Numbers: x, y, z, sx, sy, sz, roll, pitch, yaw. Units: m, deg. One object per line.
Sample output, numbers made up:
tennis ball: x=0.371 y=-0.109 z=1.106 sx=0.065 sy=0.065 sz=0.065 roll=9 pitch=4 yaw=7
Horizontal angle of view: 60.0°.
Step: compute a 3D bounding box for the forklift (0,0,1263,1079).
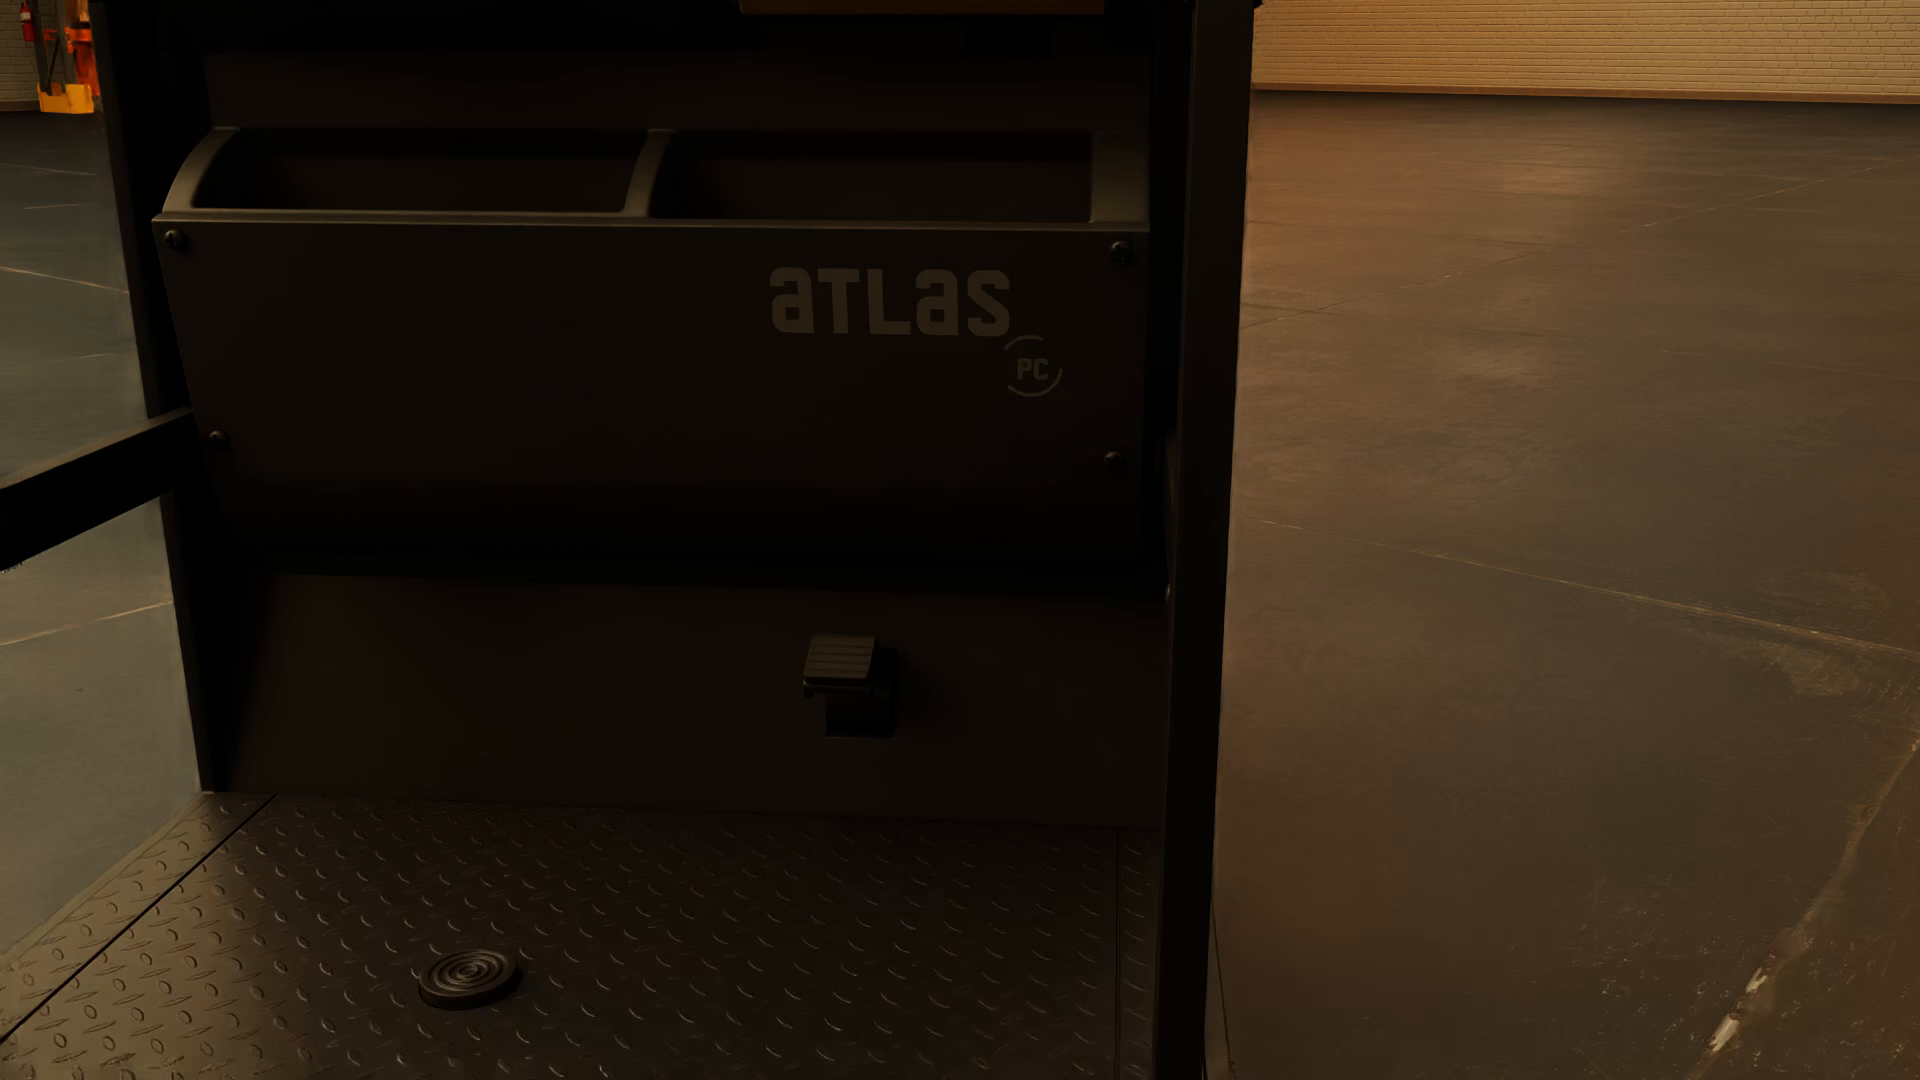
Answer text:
forklift: x=-0.305 y=-0.712 z=1.242 sx=1.130 sy=2.935 sz=3.031 roll=2 pitch=17 yaw=5
